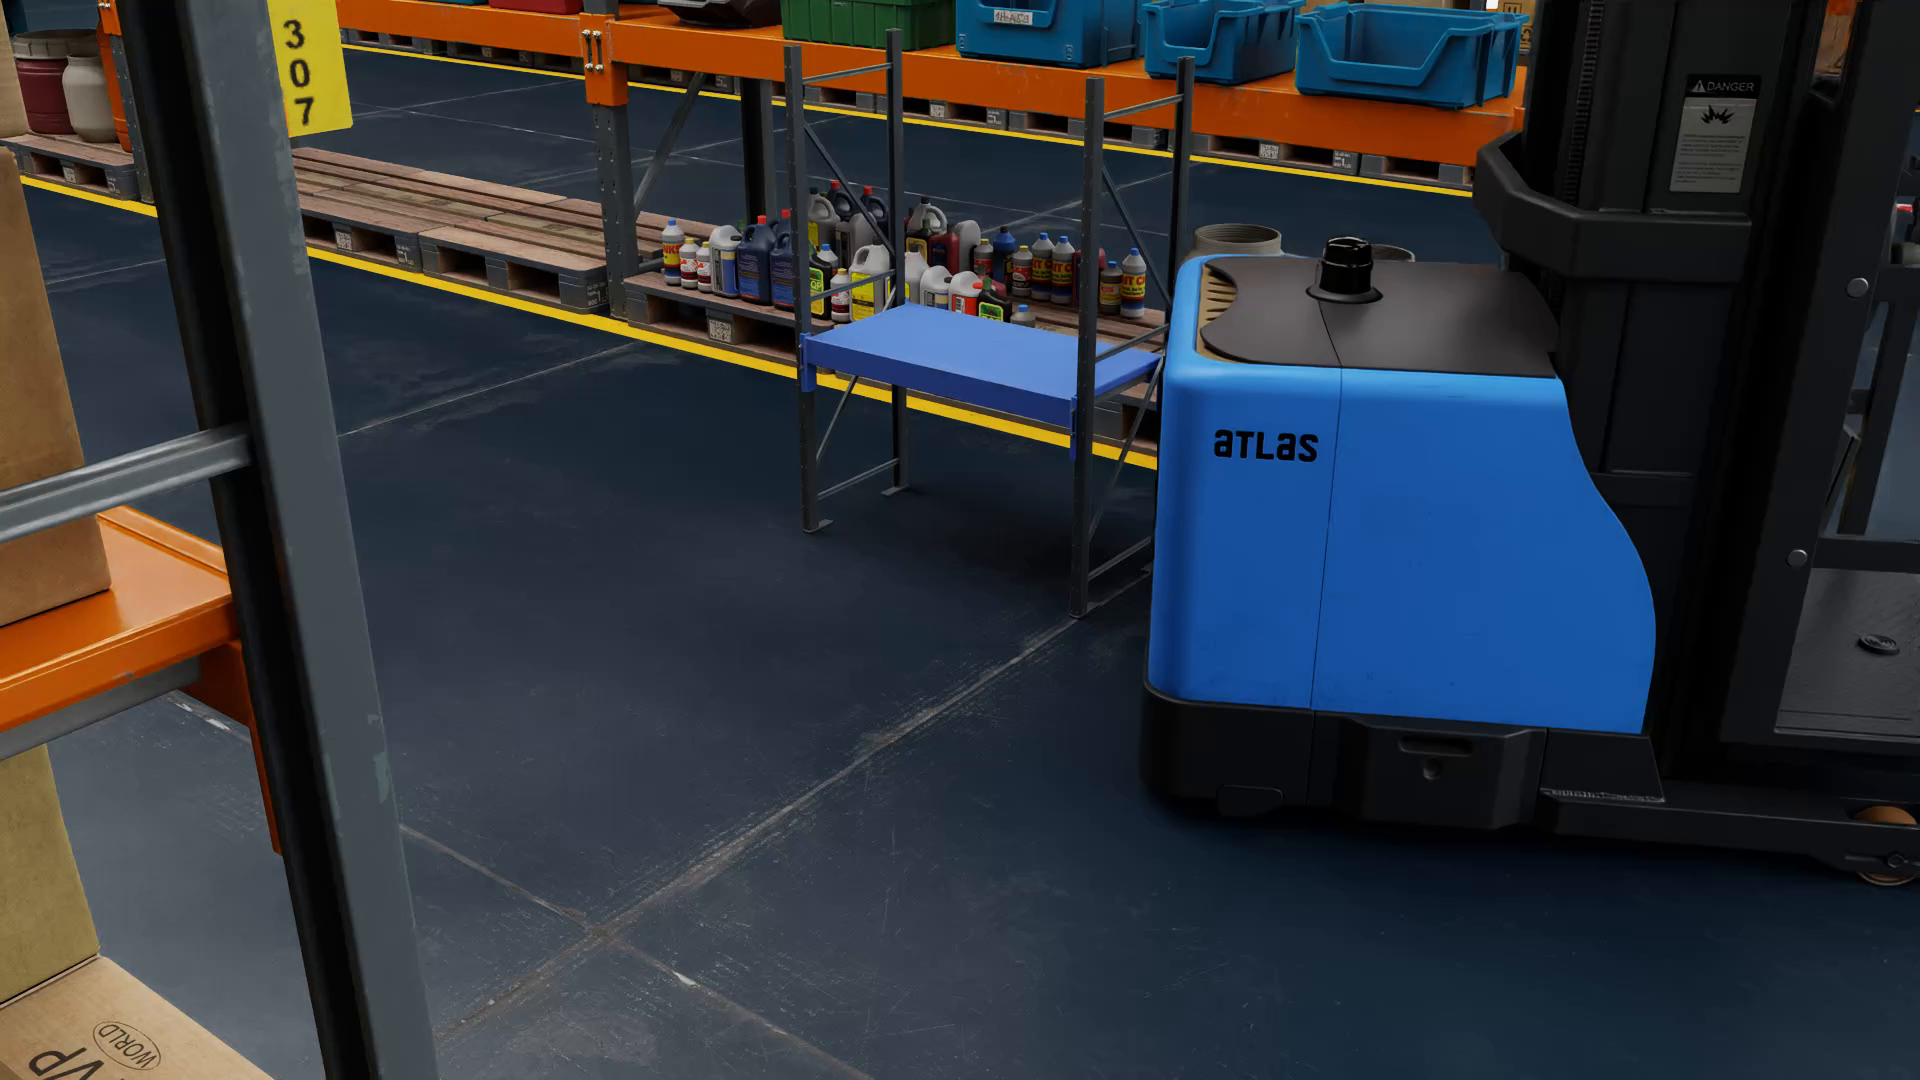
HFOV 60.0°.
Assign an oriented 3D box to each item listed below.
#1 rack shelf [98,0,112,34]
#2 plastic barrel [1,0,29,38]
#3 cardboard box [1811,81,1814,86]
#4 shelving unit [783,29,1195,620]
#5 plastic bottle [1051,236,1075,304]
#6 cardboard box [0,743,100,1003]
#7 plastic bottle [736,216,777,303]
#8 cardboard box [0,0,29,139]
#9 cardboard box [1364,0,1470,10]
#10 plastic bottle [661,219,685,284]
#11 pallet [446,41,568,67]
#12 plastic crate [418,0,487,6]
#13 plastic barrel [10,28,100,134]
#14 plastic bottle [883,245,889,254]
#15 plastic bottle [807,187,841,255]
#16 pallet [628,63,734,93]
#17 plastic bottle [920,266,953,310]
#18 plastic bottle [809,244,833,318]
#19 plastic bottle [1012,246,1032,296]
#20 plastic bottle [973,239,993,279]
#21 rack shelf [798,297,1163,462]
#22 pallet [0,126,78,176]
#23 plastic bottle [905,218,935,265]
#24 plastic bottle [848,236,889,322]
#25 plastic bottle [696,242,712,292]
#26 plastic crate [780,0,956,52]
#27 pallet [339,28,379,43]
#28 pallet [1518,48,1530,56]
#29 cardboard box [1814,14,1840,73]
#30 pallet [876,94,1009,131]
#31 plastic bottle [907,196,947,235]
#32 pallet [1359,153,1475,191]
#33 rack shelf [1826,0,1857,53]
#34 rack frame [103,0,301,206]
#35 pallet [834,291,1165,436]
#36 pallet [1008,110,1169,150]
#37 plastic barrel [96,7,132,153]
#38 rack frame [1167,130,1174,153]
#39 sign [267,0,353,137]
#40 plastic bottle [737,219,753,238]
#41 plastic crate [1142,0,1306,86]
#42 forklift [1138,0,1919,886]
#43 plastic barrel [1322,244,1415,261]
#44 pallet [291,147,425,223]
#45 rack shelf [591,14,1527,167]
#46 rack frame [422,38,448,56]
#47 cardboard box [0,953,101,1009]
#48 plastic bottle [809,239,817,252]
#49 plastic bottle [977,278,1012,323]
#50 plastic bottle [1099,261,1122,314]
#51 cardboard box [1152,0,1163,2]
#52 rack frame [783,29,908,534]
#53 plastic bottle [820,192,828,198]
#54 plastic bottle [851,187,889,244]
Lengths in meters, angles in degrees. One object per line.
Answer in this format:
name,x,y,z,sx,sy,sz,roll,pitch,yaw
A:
rack shelf,-6.035,-3.643,10.691,4.000,0.370,1.077,17,29,33
plastic barrel,-6.643,-3.380,11.282,0.708,0.901,0.600,17,29,33
cardboard box,4.448,-2.357,9.459,0.500,0.500,0.500,-20,31,-38
shelving unit,0.068,-0.666,4.901,1.048,1.500,0.538,17,29,33
plastic bottle,0.429,-1.129,6.930,0.097,0.271,0.097,0,24,0
cardboard box,-1.703,0.444,2.481,0.500,0.500,0.500,17,29,33
plastic bottle,-0.836,-1.182,6.951,0.185,0.351,0.144,18,29,35
cardboard box,-1.191,-0.464,1.654,0.250,0.149,0.380,17,29,33
cardboard box,4.242,-4.979,15.100,0.750,0.750,1.050,17,29,33
plastic bottle,-1.241,-1.256,7.218,0.097,0.271,0.097,0,24,0
pallet,-4.002,-4.616,15.464,1.213,0.211,1.003,17,29,33
plastic crate,-2.303,-2.681,7.634,0.575,0.384,0.392,17,29,33
plastic barrel,-5.740,-2.963,10.725,0.708,0.588,0.600,17,29,33
plastic bottle,-0.276,-1.053,6.752,0.135,0.276,0.152,17,29,33
plastic bottle,-0.632,-1.401,7.450,0.185,0.351,0.144,17,29,33
pallet,-2.049,-4.026,14.125,1.213,0.211,1.003,17,29,33
plastic bottle,-0.062,-0.915,6.439,0.135,0.276,0.152,16,28,32
plastic bottle,-0.578,-1.052,6.740,0.133,0.283,0.061,18,30,36
plastic bottle,0.270,-1.145,7.053,0.097,0.201,0.097,0,24,0
plastic bottle,0.105,-1.195,7.166,0.097,0.201,0.097,0,24,0
rack shelf,0.068,-0.501,4.973,1.000,0.185,0.538,17,29,33
pallet,-6.062,-2.685,11.082,1.213,0.211,1.003,17,29,33
plastic bottle,-0.174,-1.253,7.197,0.133,0.283,0.061,17,29,33
plastic bottle,-0.345,-1.033,6.614,0.185,0.351,0.144,17,29,33
plastic bottle,-1.079,-1.175,7.121,0.097,0.201,0.097,0,24,0
plastic crate,-0.317,-2.005,6.344,0.662,0.188,0.450,17,29,33
pallet,-6.206,-5.282,16.976,1.213,0.211,1.003,17,29,33
pallet,5.354,-4.210,14.544,1.213,0.211,1.003,17,29,33
cardboard box,6.706,-4.303,13.410,0.875,0.875,0.875,16,29,32
pallet,0.133,-3.326,12.537,1.213,0.211,1.003,17,29,33
plastic bottle,-0.133,-1.323,7.273,0.185,0.351,0.144,17,29,33
pallet,3.276,-2.398,10.430,1.213,0.211,1.003,17,29,33
rack shelf,3.337,-3.307,9.927,4.000,0.370,1.077,17,29,33
rack frame,-4.434,-3.489,9.448,0.127,3.000,1.000,17,29,33
pallet,0.259,-0.775,6.747,1.213,0.211,1.003,17,29,33
pallet,1.113,-3.031,11.868,1.213,0.211,1.003,17,29,33
plastic barrel,-4.836,-2.801,10.057,0.708,0.830,0.600,17,29,33
rack frame,1.737,-4.120,10.880,0.127,3.000,1.000,17,29,33
sign,-0.669,-0.567,1.645,0.005,0.325,0.100,17,29,33
plastic bottle,-0.903,-1.226,7.137,0.133,0.283,0.061,17,29,33
plastic crate,0.871,-1.670,5.503,0.408,0.251,0.499,17,29,33
forklift,1.975,-0.818,3.472,3.031,2.935,1.130,4,24,8
plastic barrel,1.395,-0.742,5.780,0.421,0.512,0.421,0,24,0
pallet,-3.838,-2.013,9.557,1.213,0.211,1.003,17,29,33
rack shelf,0.367,-1.709,6.300,4.000,0.370,1.077,17,29,33
rack frame,-4.664,-6.054,15.270,0.127,3.000,1.000,17,29,33
cardboard box,-1.704,0.788,2.631,0.500,0.250,0.500,17,29,33
plastic bottle,-0.648,-1.149,6.976,0.097,0.271,0.097,0,24,0
plastic bottle,0.130,-0.838,6.254,0.133,0.283,0.061,18,29,35
plastic bottle,0.621,-1.039,6.813,0.097,0.201,0.097,0,24,0
cardboard box,2.025,-5.649,16.620,0.750,0.750,1.050,16,29,33
rack frame,-0.339,-0.789,5.180,0.032,1.500,0.500,17,29,33
plastic bottle,-0.651,-1.470,7.689,0.133,0.283,0.061,19,30,36
plastic bottle,-0.392,-1.401,7.450,0.185,0.351,0.144,15,28,31
